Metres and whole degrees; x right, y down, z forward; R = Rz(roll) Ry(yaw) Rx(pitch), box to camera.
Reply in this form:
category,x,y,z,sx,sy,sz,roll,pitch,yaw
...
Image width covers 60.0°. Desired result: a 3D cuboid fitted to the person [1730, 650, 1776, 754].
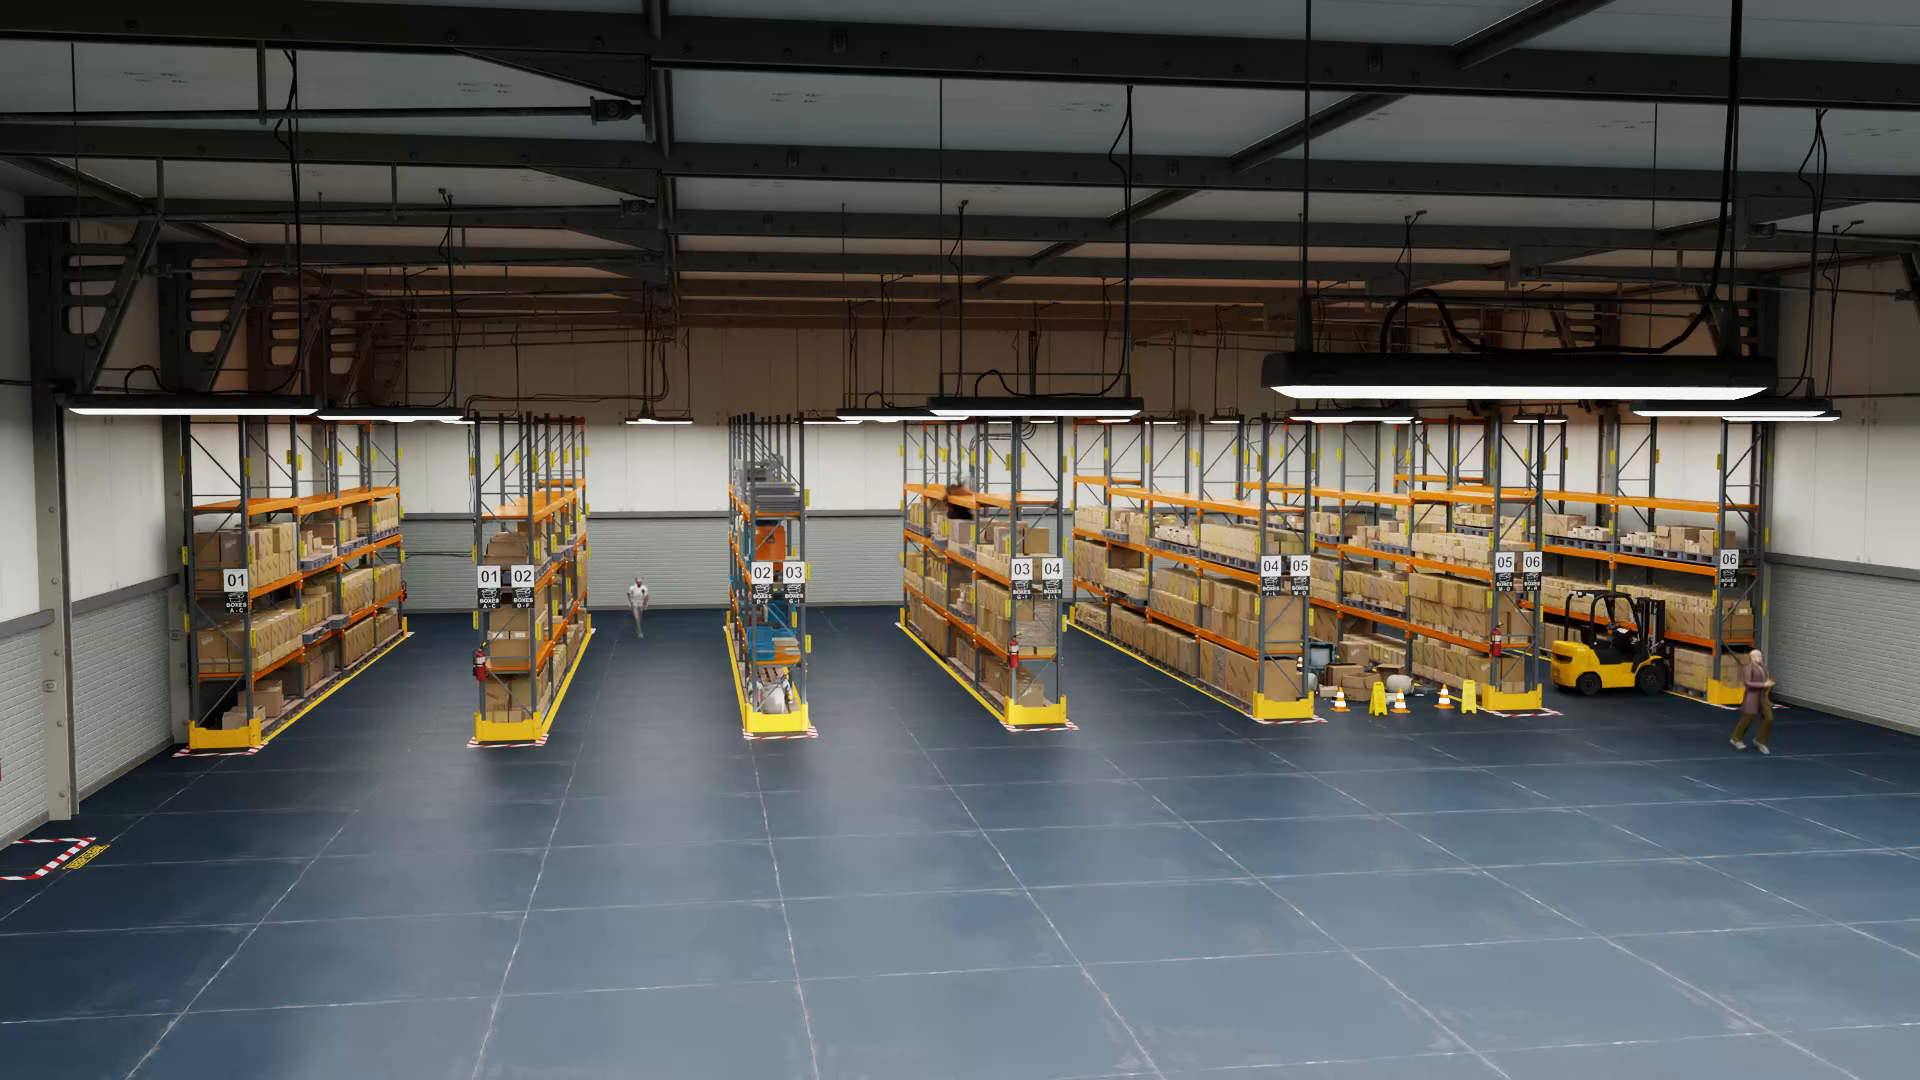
category,x,y,z,sx,sy,sz,roll,pitch,yaw
person,13.965,2.852,29.246,0.708,1.857,0.840,-2,4,-29

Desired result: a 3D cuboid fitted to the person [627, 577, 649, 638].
category,x,y,z,sx,sy,sz,roll,pitch,yaw
person,-8.813,1.812,45.483,0.575,1.676,0.906,-1,4,-18
